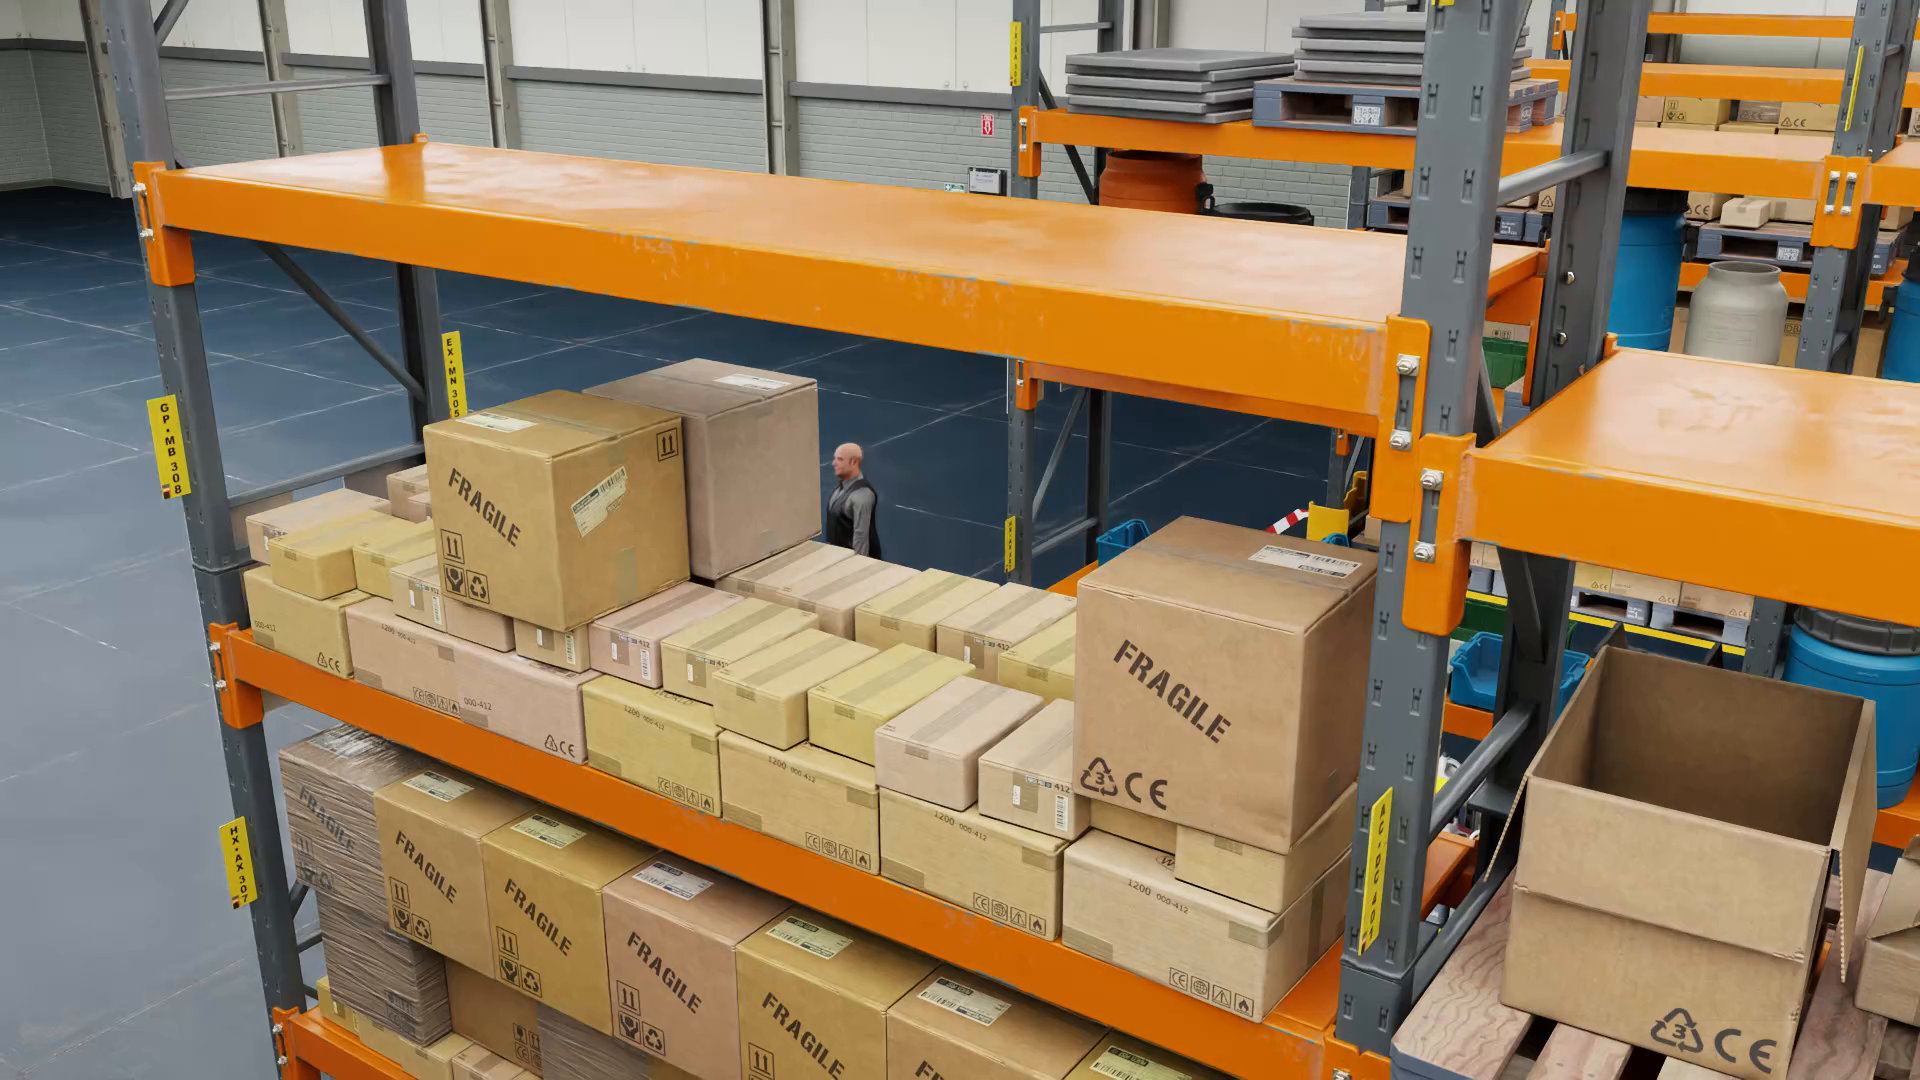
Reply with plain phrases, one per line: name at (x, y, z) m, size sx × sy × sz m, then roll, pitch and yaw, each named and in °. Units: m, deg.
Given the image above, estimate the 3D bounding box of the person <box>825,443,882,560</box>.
person at (-0.706, 0.135, 11.751) m, size 0.891 × 1.694 × 0.554 m, roll -10°, pitch 22°, yaw -25°
